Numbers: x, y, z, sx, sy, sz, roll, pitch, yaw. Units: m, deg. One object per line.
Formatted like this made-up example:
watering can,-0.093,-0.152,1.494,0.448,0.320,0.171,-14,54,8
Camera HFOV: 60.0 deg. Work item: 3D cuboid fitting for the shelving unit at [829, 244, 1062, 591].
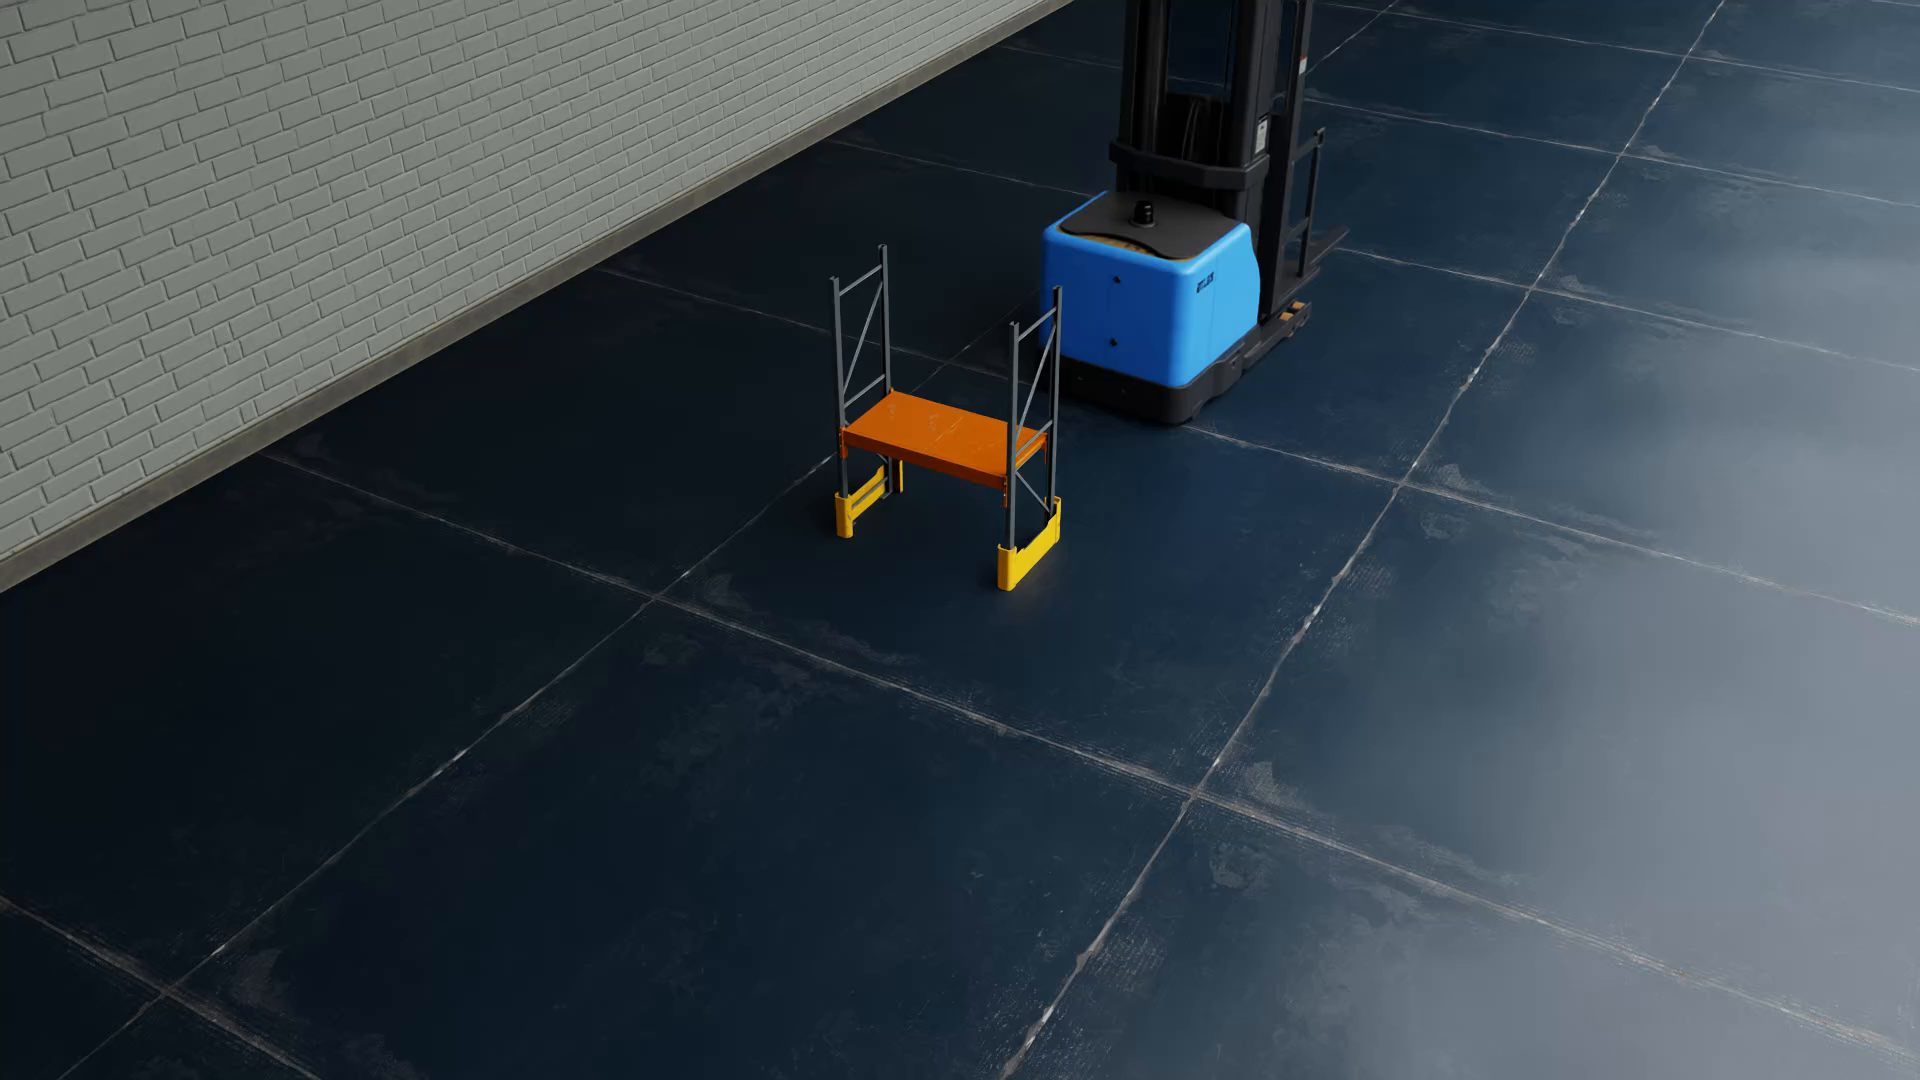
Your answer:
shelving unit,-0.066,-0.645,8.637,1.083,1.500,0.587,18,37,24

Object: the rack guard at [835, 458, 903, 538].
rack guard,-0.499,-0.262,9.189,0.087,0.250,0.587,18,37,24

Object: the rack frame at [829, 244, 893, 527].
rack frame,-0.515,-0.788,8.850,0.032,1.500,0.500,18,37,24

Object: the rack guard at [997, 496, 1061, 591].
rack guard,0.366,0.012,8.778,0.087,0.250,0.587,18,37,24

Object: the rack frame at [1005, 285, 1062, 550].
rack frame,0.367,-0.508,8.431,0.032,1.500,0.500,18,37,24

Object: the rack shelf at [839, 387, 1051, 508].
rack shelf,-0.074,-0.498,8.740,1.000,0.185,0.538,18,37,24

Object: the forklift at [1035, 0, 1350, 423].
forklift,1.700,-2.693,10.421,1.130,2.935,3.031,20,39,27
